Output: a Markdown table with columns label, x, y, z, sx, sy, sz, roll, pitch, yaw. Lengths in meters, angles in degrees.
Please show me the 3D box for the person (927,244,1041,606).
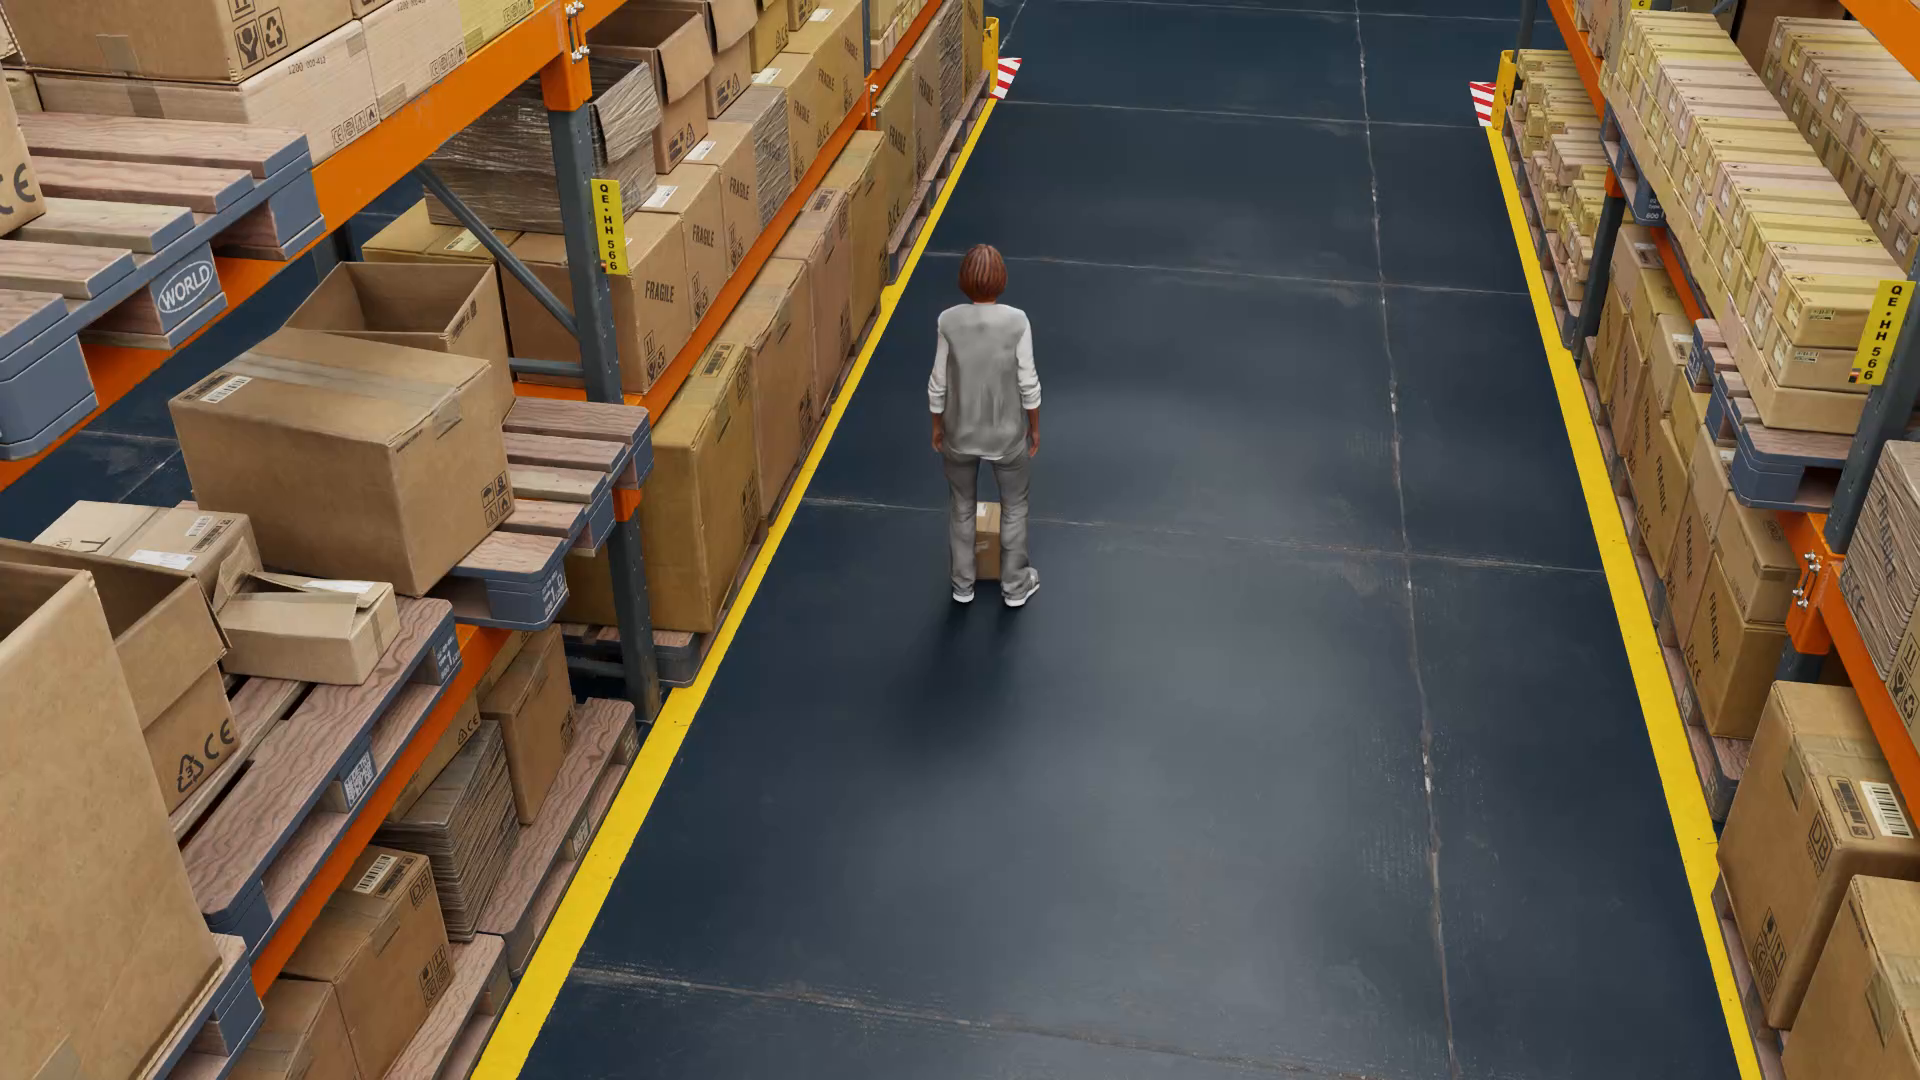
| label | x | y | z | sx | sy | sz | roll | pitch | yaw |
| --- | --- | --- | --- | --- | --- | --- | --- | --- | --- |
| person | 0.105 | -0.427 | 6.823 | 0.469 | 1.580 | 0.348 | 4 | 33 | 6 |
